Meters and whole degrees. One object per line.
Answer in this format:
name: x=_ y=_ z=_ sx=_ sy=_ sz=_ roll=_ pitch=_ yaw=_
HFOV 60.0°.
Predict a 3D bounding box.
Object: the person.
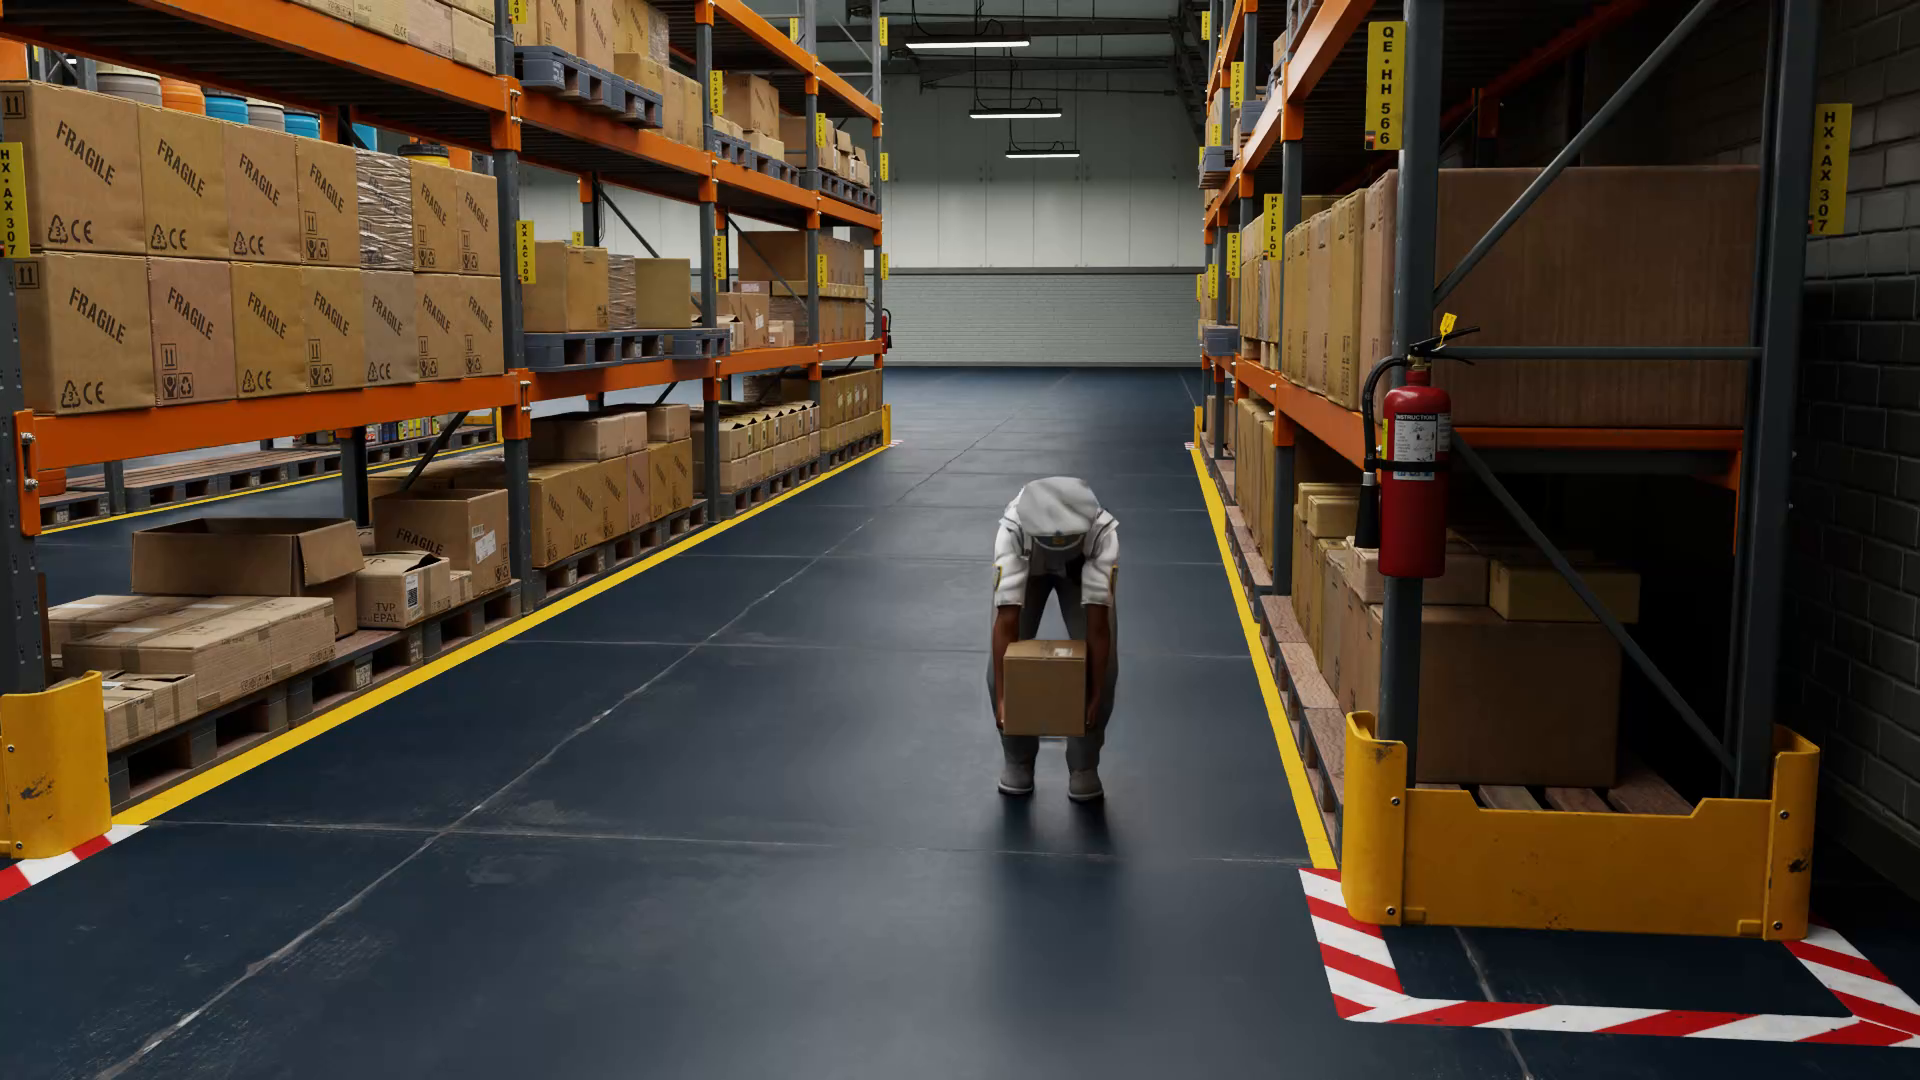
person: x=0.303 y=0.322 z=5.463 sx=0.439 sy=1.120 sz=0.929 roll=0 pitch=8 yaw=4
